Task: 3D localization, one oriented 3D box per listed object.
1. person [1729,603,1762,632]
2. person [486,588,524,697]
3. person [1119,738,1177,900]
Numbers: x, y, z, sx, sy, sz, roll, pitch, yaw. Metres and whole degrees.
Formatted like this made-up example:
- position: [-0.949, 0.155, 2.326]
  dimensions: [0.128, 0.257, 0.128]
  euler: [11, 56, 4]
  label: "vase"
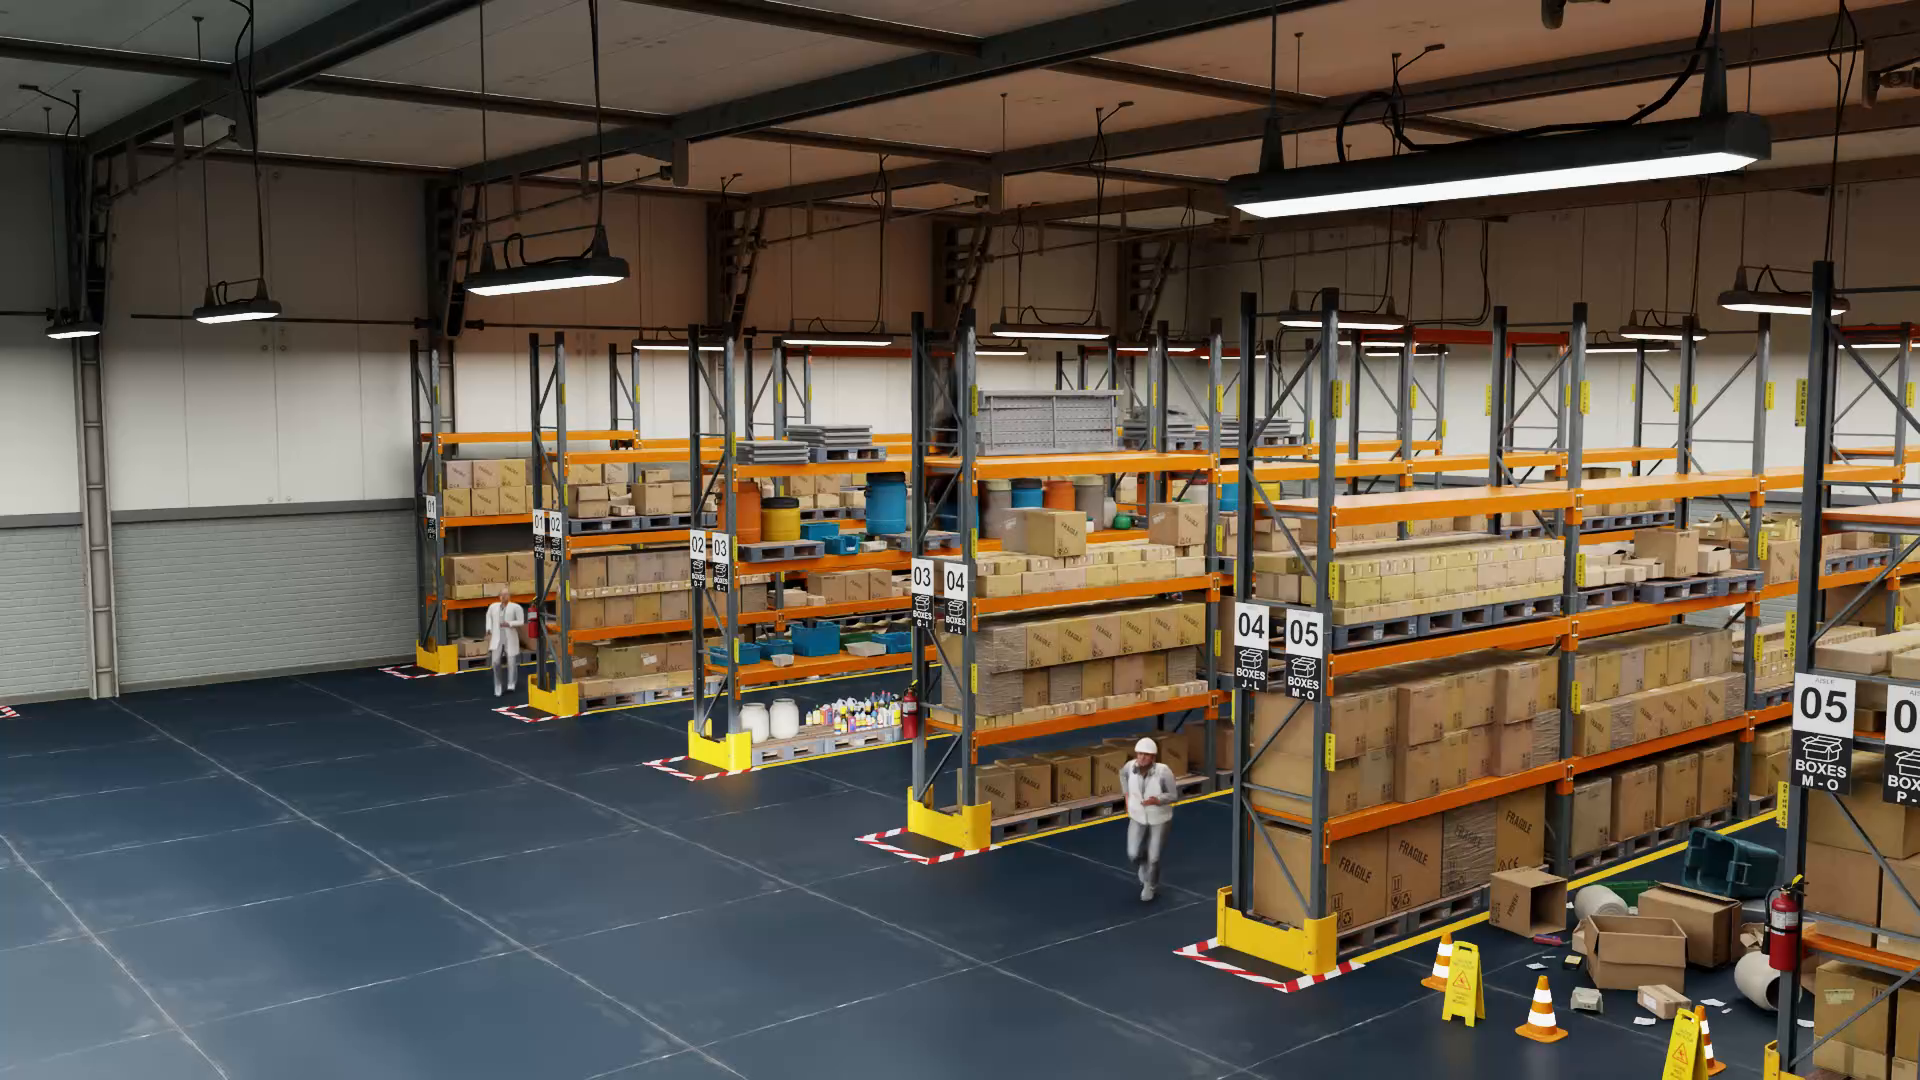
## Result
- position: [13.780, 1.635, 29.151]
  dimensions: [0.594, 1.690, 0.941]
  euler: [0, 5, 2]
  label: "person"
- position: [-7.623, 1.713, 27.833]
  dimensions: [0.675, 1.824, 0.809]
  euler: [0, 5, -5]
  label: "person"
- position: [1.855, 2.790, 16.594]
  dimensions: [0.645, 1.696, 0.736]
  euler: [2, 6, 18]
  label: "person"
